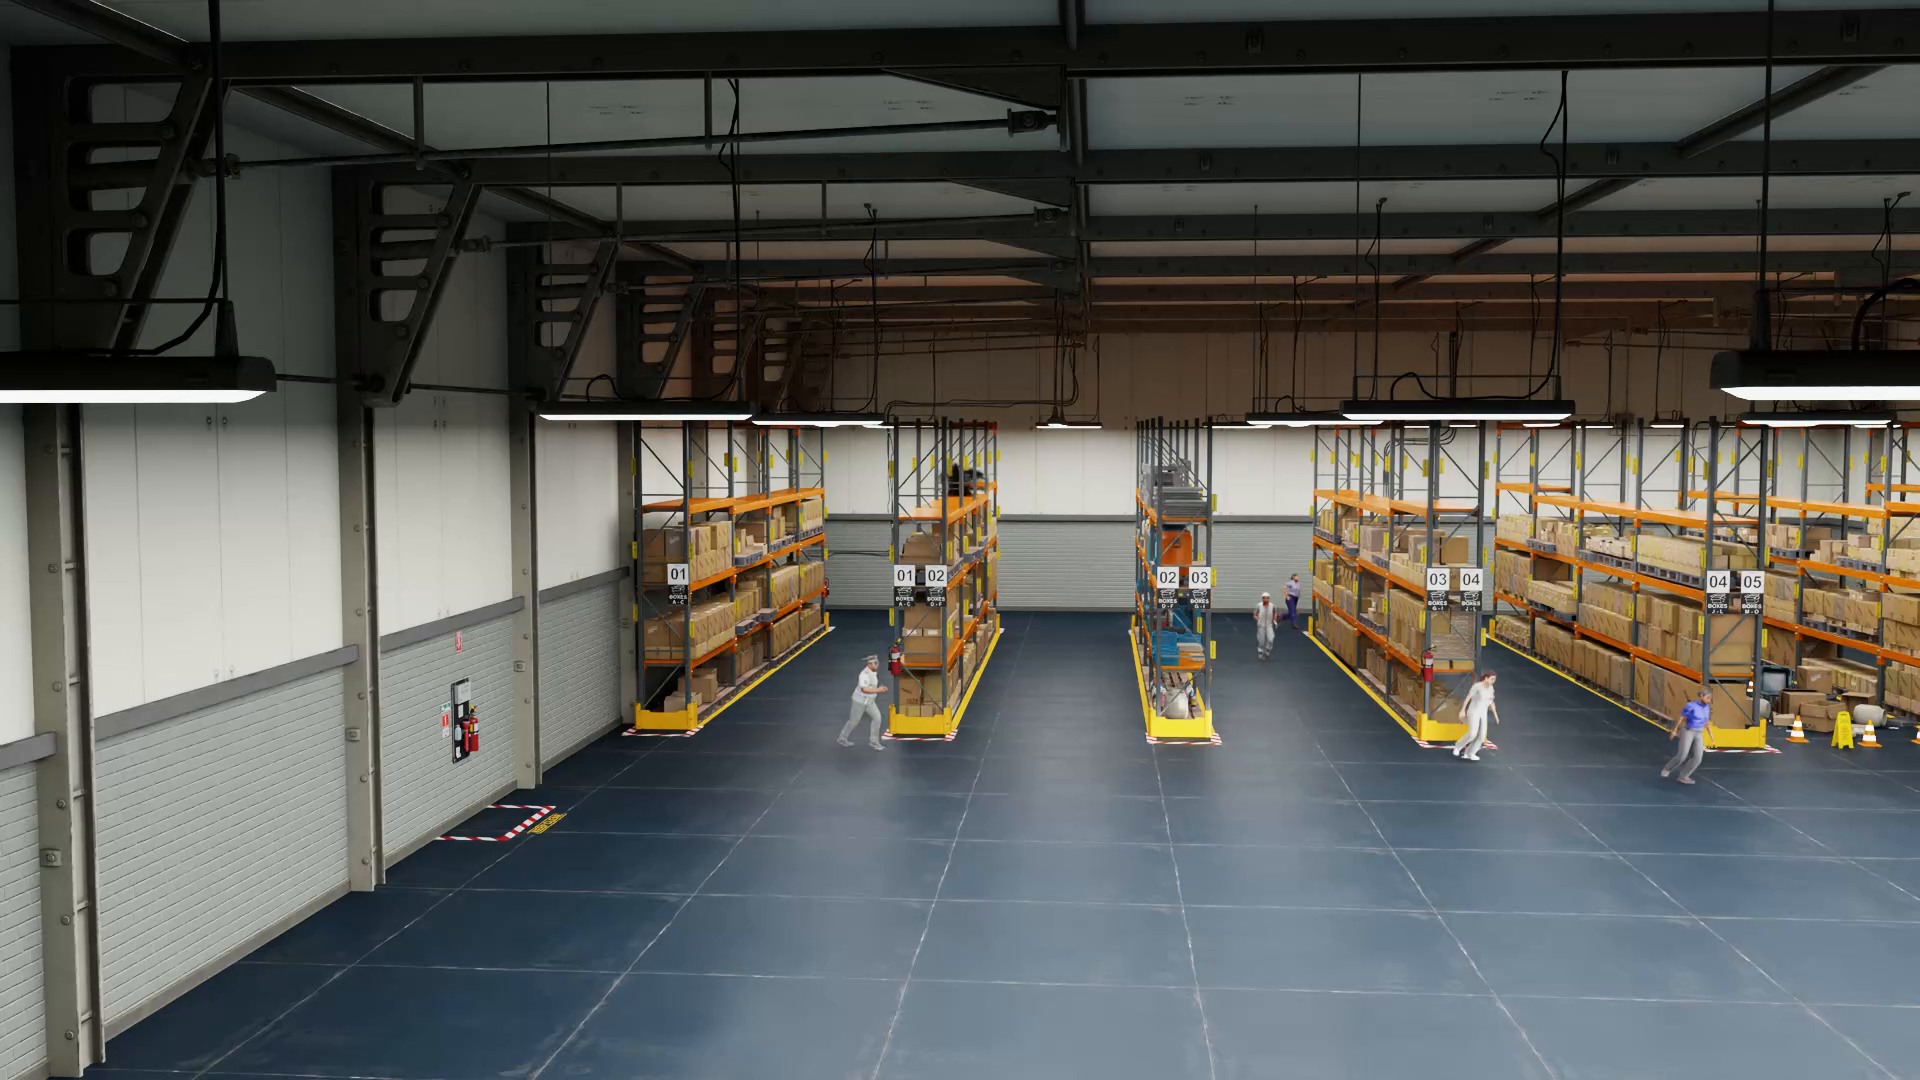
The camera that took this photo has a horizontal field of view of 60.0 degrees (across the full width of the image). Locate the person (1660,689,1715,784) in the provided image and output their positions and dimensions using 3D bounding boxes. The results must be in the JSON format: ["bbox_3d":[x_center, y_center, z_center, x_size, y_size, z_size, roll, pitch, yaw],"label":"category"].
[{"bbox_3d":[11.825,3.171,26.998,0.740,1.566,0.616,-1,4,-19],"label":"person"}]

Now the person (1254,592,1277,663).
[{"bbox_3d":[7.565,2.162,41.139,0.606,1.758,0.769,0,4,2],"label":"person"}]

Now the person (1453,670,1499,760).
[{"bbox_3d":[8.962,3.028,28.879,0.696,1.595,0.601,-2,4,-23],"label":"person"}]

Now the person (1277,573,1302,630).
[{"bbox_3d":[9.648,1.767,48.191,0.873,1.586,0.640,3,5,42],"label":"person"}]

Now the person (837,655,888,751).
[{"bbox_3d":[-1.732,2.915,29.850,1.000,1.753,0.657,2,4,25],"label":"person"}]
